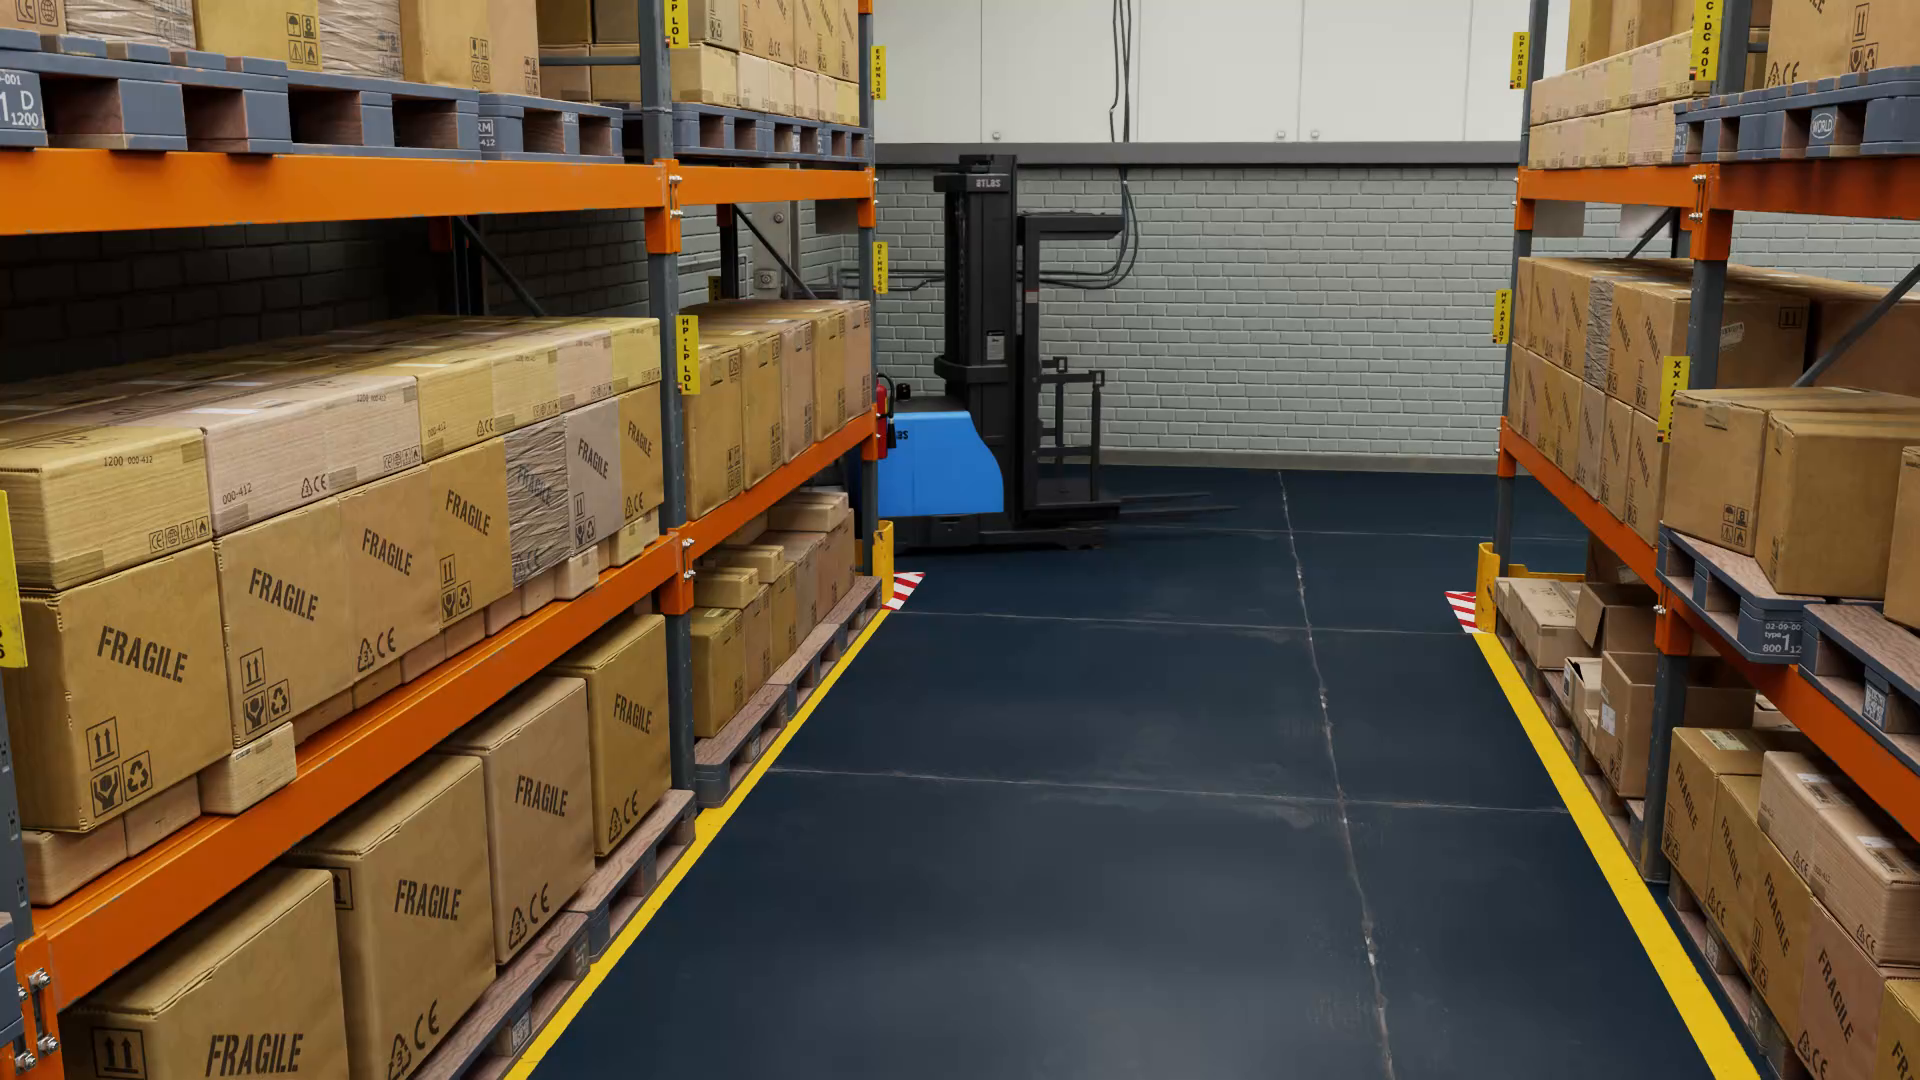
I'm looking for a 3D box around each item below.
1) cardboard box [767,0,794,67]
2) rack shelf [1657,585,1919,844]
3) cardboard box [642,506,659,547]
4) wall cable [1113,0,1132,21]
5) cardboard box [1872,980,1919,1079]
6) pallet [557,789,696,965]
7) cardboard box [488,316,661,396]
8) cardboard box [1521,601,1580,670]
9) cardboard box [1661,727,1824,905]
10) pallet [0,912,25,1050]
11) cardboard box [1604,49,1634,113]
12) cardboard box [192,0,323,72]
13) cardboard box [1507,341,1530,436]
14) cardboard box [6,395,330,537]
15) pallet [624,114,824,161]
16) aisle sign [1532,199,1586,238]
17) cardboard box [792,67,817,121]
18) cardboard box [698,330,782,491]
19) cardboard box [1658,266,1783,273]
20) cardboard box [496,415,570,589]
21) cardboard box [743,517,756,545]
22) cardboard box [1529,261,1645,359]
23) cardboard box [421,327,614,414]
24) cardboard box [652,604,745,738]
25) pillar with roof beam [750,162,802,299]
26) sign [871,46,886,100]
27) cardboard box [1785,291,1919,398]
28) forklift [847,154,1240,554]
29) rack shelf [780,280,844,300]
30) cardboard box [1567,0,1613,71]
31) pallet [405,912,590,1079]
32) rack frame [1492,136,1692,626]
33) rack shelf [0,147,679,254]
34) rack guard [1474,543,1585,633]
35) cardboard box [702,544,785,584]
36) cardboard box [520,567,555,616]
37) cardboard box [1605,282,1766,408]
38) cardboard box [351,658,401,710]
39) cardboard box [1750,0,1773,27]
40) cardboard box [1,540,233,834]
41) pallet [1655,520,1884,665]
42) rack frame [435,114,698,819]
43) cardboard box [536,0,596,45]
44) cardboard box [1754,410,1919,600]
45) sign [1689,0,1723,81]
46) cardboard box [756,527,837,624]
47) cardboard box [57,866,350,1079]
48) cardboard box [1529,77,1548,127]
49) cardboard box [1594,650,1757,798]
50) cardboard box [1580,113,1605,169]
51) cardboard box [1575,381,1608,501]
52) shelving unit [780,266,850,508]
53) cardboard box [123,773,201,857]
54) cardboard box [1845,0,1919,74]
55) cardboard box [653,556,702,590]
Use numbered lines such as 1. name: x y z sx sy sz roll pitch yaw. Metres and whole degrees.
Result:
1. cardboard box: -1.132 -2.614 8.223 0.500 0.500 0.500 2 12 9
2. rack shelf: 2.926 0.677 4.438 1.077 0.370 4.000 2 12 9
3. cardboard box: -1.434 -0.058 6.690 0.380 0.149 0.250 2 12 9
4. wall cable: 2.849 -6.045 15.064 3.097 2.526 0.112 2 12 9
5. cardboard box: 2.610 1.439 4.086 0.500 0.500 0.500 1 12 7
6. pallet: -1.706 1.276 6.572 1.003 0.211 1.213 2 12 9
7. cardboard box: -1.481 -0.715 6.422 0.500 0.250 0.500 2 12 10
8. cardboard box: 3.331 0.518 8.952 0.500 0.250 0.500 2 12 9
9. cardboard box: 2.918 1.009 6.080 0.500 0.500 0.500 1 12 6
10. pallet: -2.282 0.828 2.487 1.213 0.211 1.003 2 12 9
11. cardboard box: 3.199 -2.046 7.416 0.500 0.250 0.500 2 12 9
12. cardboard box: -2.132 -1.478 4.328 0.700 0.500 0.500 3 12 12
13. cardboard box: 3.520 -0.888 9.758 0.500 0.500 0.500 2 12 10
14. cardboard box: -1.871 -0.186 3.967 0.500 0.250 0.500 2 12 8
15. pallet: -1.336 -2.097 8.692 1.003 0.211 1.213 2 12 9
16. aisle sign: 3.569 -2.218 9.994 0.394 0.787 0.004 2 12 9
17. cardboard box: -1.051 -2.352 8.790 0.500 0.250 0.500 2 12 7
18. cardboard box: -1.445 -0.661 8.229 0.980 0.700 0.700 2 12 7
19. cardboard box: 3.900 -1.146 8.581 0.500 0.500 0.500 2 12 10
20. cardboard box: -1.638 -0.139 5.529 0.500 0.500 0.500 2 12 9
21. cardboard box: -1.388 -0.056 9.532 0.380 0.149 0.250 2 12 9
22. cardboard box: 3.447 -1.268 9.147 0.500 0.500 0.500 2 12 9
23. cardboard box: -1.569 -0.609 5.930 0.500 0.250 0.500 2 12 10
24. cardboard box: -1.446 0.614 7.961 0.700 0.500 0.500 2 12 9
25. pillar with roof beam: 2.768 -4.466 12.357 9.100 9.000 0.400 2 12 9
26. sign: -0.513 -2.923 10.403 0.100 0.325 0.005 2 12 9
27. cardboard box: 3.584 -0.717 6.591 0.500 0.500 0.500 2 12 10
28. forklift: 0.657 -1.467 12.844 3.031 2.935 1.130 -3 12 -12
29. rack shelf: -1.114 -1.679 12.526 0.431 0.518 0.480 -3 13 -11
30. cardboard box: 3.625 -2.718 8.757 0.700 0.500 0.500 2 12 9
31. pallet: -1.891 1.531 5.390 1.003 0.211 1.213 2 12 9
32. rack frame: 3.848 -0.923 10.157 1.000 3.000 0.127 2 12 9
33. rack shelf: -1.970 -0.949 4.863 1.077 0.370 4.000 2 12 9
34. rack guard: 3.837 0.314 10.347 1.175 0.500 0.348 2 12 9
35. cardboard box: -1.133 0.123 8.700 0.380 0.149 0.250 2 12 7
36. cardboard box: -1.620 0.154 5.709 0.380 0.149 0.250 2 12 9
37. cardboard box: 3.131 -0.849 7.201 0.500 0.500 0.500 2 12 8
38. cardboard box: -1.827 0.366 4.726 0.380 0.149 0.250 2 12 10
39. cardboard box: 3.270 -2.197 6.337 0.700 0.500 0.500 2 12 9
40. cardboard box: -1.950 0.285 3.558 0.500 0.500 0.500 2 12 10
41. pallet: 3.003 0.166 5.559 1.003 0.211 1.213 2 12 9
42. rack frame: -1.662 -0.250 7.035 1.000 3.000 0.127 2 12 9
43. cardboard box: -1.785 -2.417 7.311 0.500 0.500 0.500 2 12 8
44. cardboard box: 2.896 -0.108 5.141 0.700 0.500 0.500 4 13 18
45. sign: 2.696 -1.826 5.997 0.100 0.325 0.005 2 12 9
46. cardboard box: -1.133 0.187 9.943 0.700 0.500 0.500 2 12 8
47. cardboard box: -2.034 1.279 4.044 0.750 0.750 0.750 2 12 8
48. cardboard box: 3.512 -2.462 9.348 0.500 0.250 0.500 2 12 9
49. cardboard box: 3.041 0.788 7.104 0.500 0.500 0.500 2 12 9
50. cardboard box: 3.283 -1.905 7.951 0.500 0.250 0.500 2 12 9
51. cardboard box: 3.211 -0.466 7.799 0.500 0.500 0.500 2 12 10
52. shelving unit: -1.104 -1.008 12.672 0.431 2.100 0.503 -3 13 -11
53. cardboard box: -1.950 0.582 3.721 0.380 0.149 0.250 2 12 9
54. cardboard box: 3.003 -1.618 4.788 0.600 0.600 0.600 2 12 8
55. cardboard box: -1.545 0.156 8.546 0.380 0.149 0.250 1 12 7
